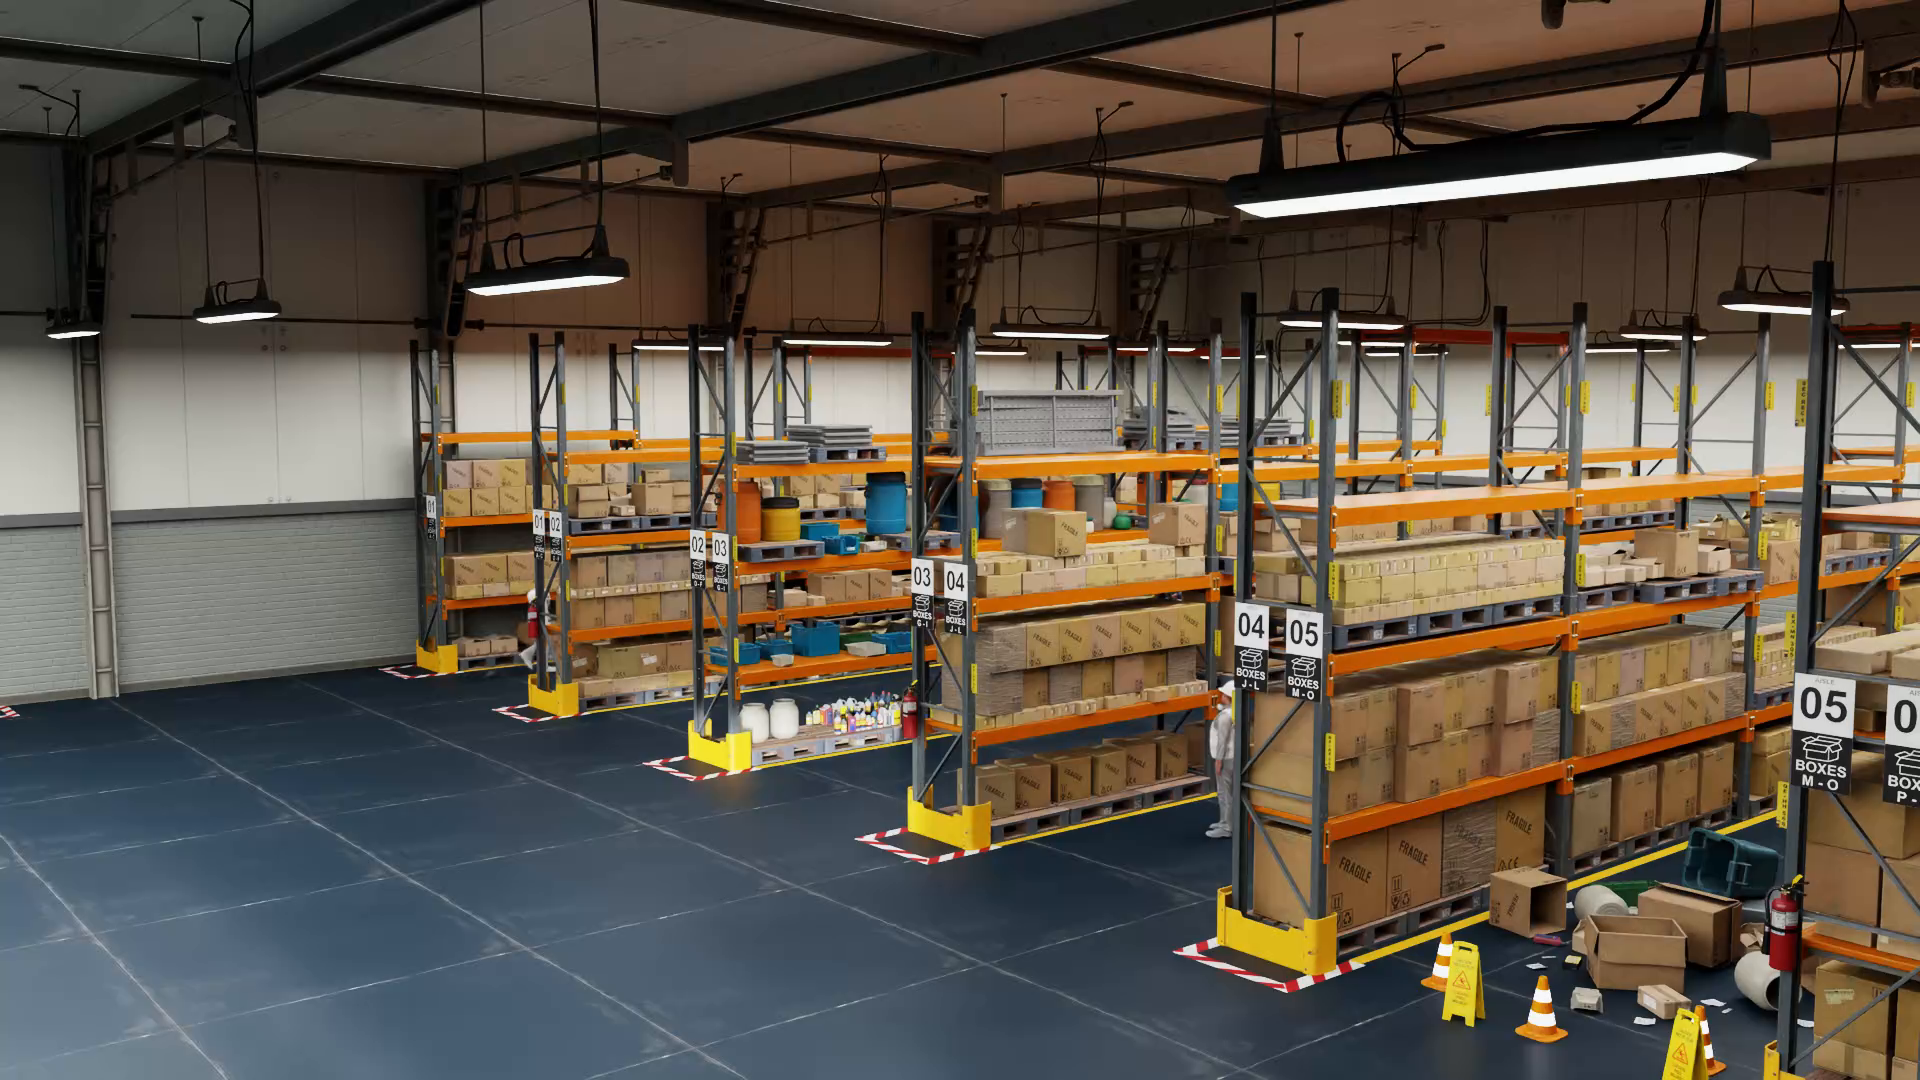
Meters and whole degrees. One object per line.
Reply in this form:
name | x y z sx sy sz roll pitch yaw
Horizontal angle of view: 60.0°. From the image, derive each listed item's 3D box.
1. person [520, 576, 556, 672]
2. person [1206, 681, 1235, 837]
person | -7.600 1.498 29.930 0.677 1.769 0.553 -1 5 -8
person | 3.072 2.504 19.157 0.407 1.780 0.573 2 6 17
